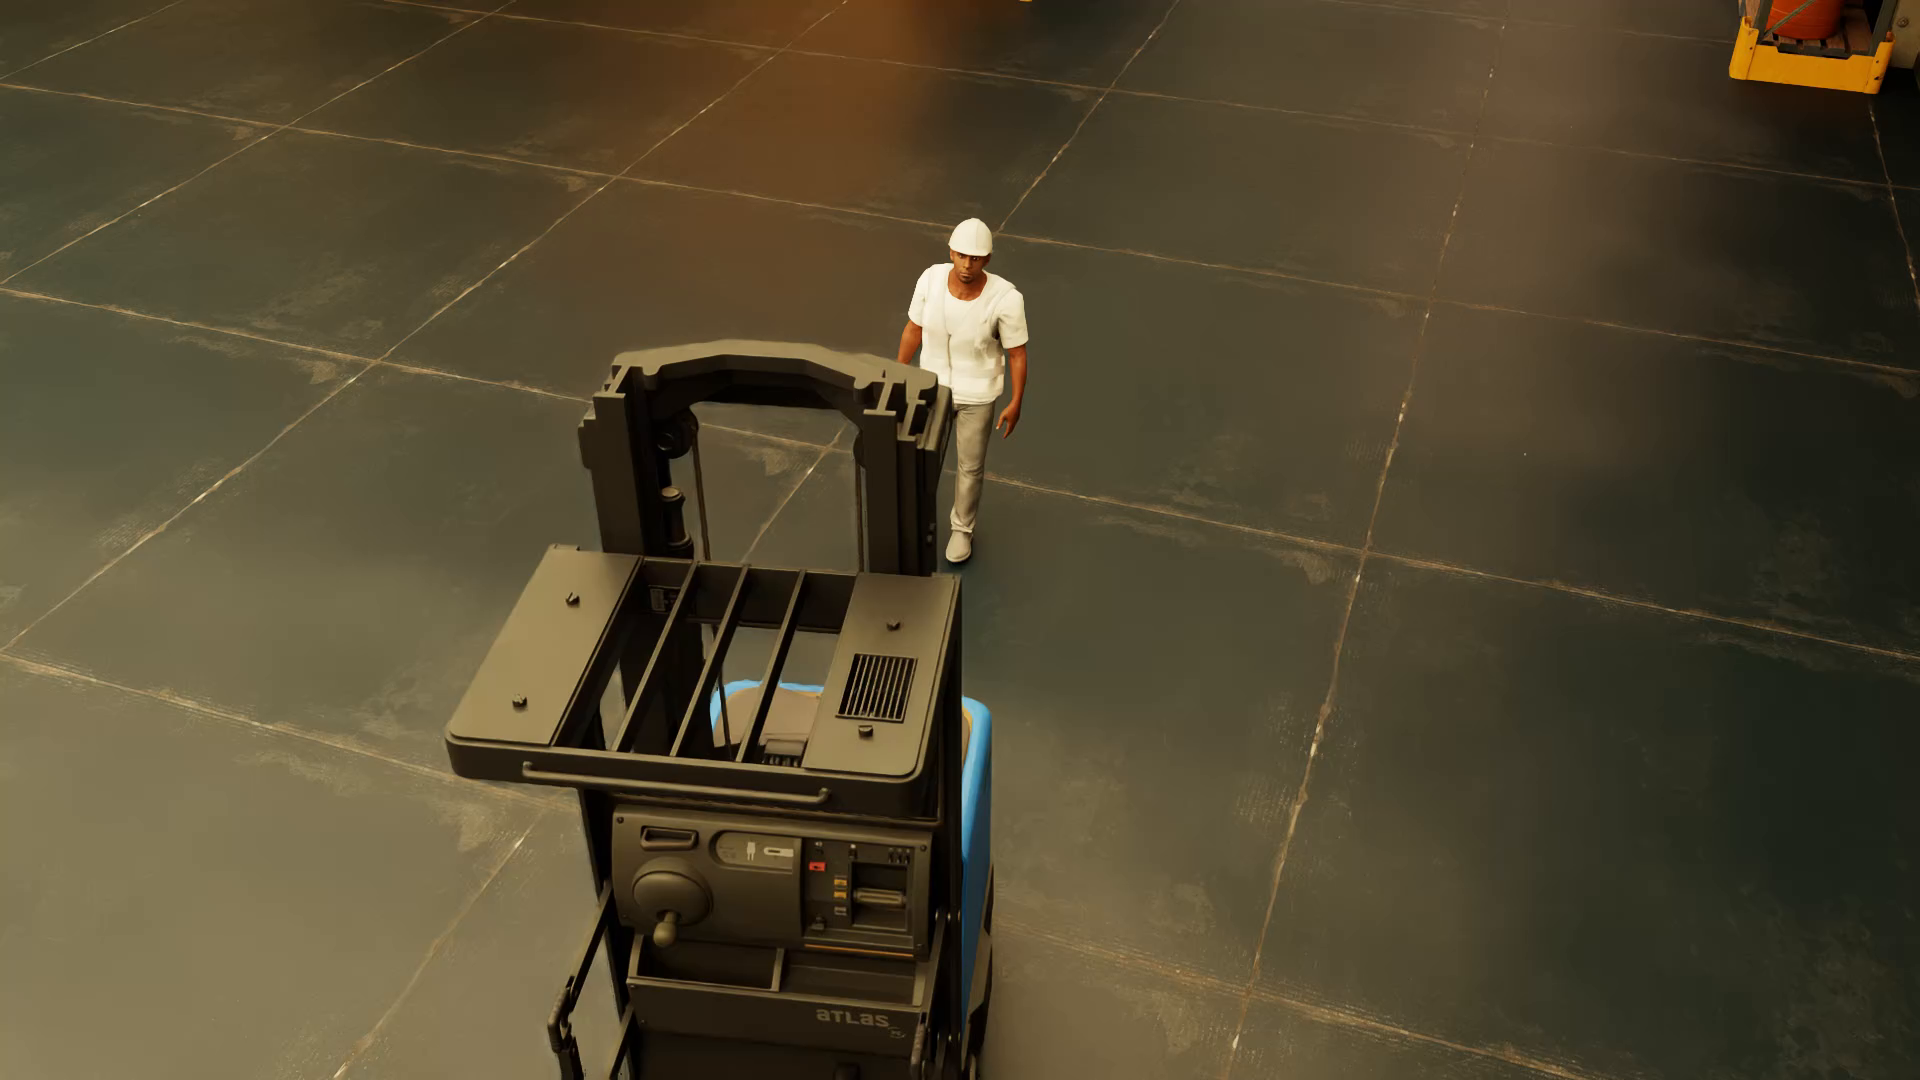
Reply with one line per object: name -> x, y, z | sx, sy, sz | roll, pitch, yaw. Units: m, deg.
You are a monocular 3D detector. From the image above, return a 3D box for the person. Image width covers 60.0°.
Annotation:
person -> -0.029, -0.689, 8.078 | 0.665, 1.768, 0.575 | 12, 37, 16

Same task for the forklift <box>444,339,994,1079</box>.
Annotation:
forklift -> -0.569, 1.060, 4.615 | 1.130, 2.935, 3.031 | 4, 36, 6
